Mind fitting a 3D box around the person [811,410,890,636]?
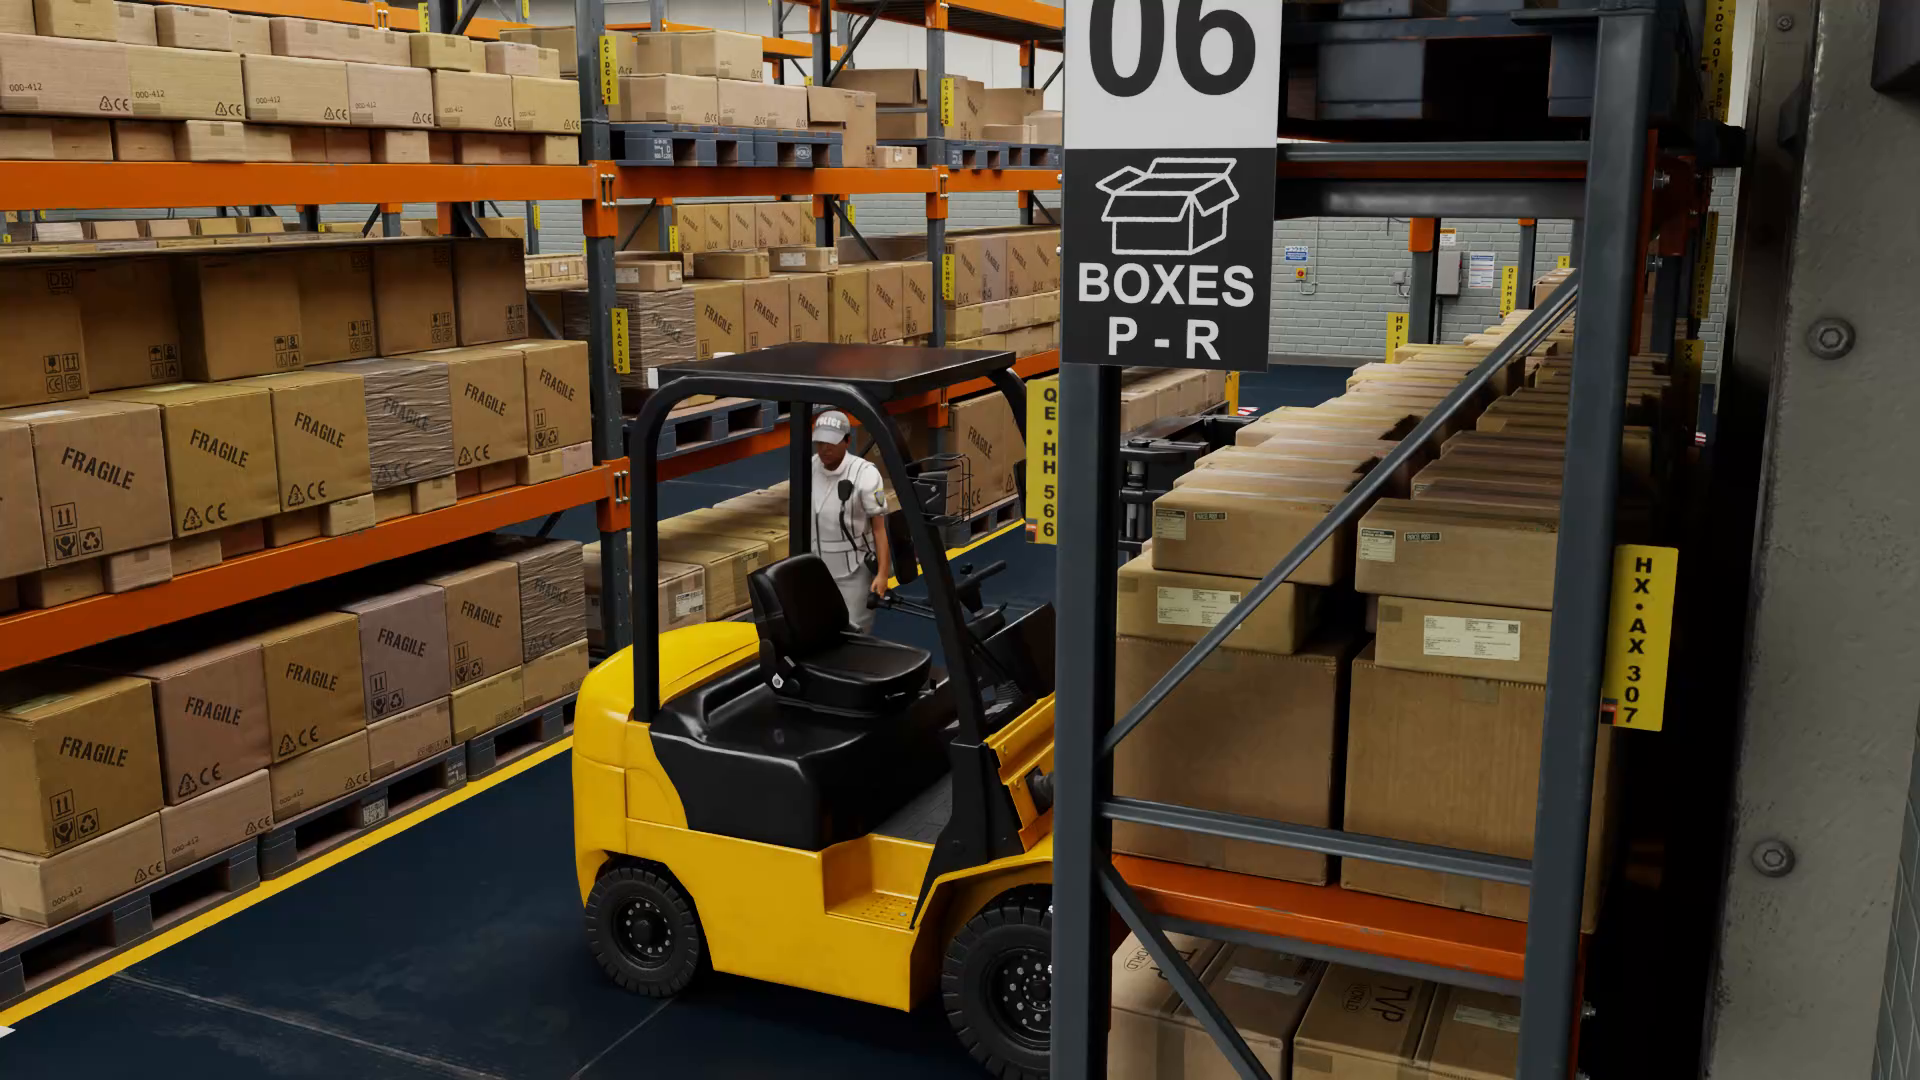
[{"bbox_3d":[-0.596,0.171,8.266,0.547,1.654,0.454,6,14,25],"label":"person"}]
